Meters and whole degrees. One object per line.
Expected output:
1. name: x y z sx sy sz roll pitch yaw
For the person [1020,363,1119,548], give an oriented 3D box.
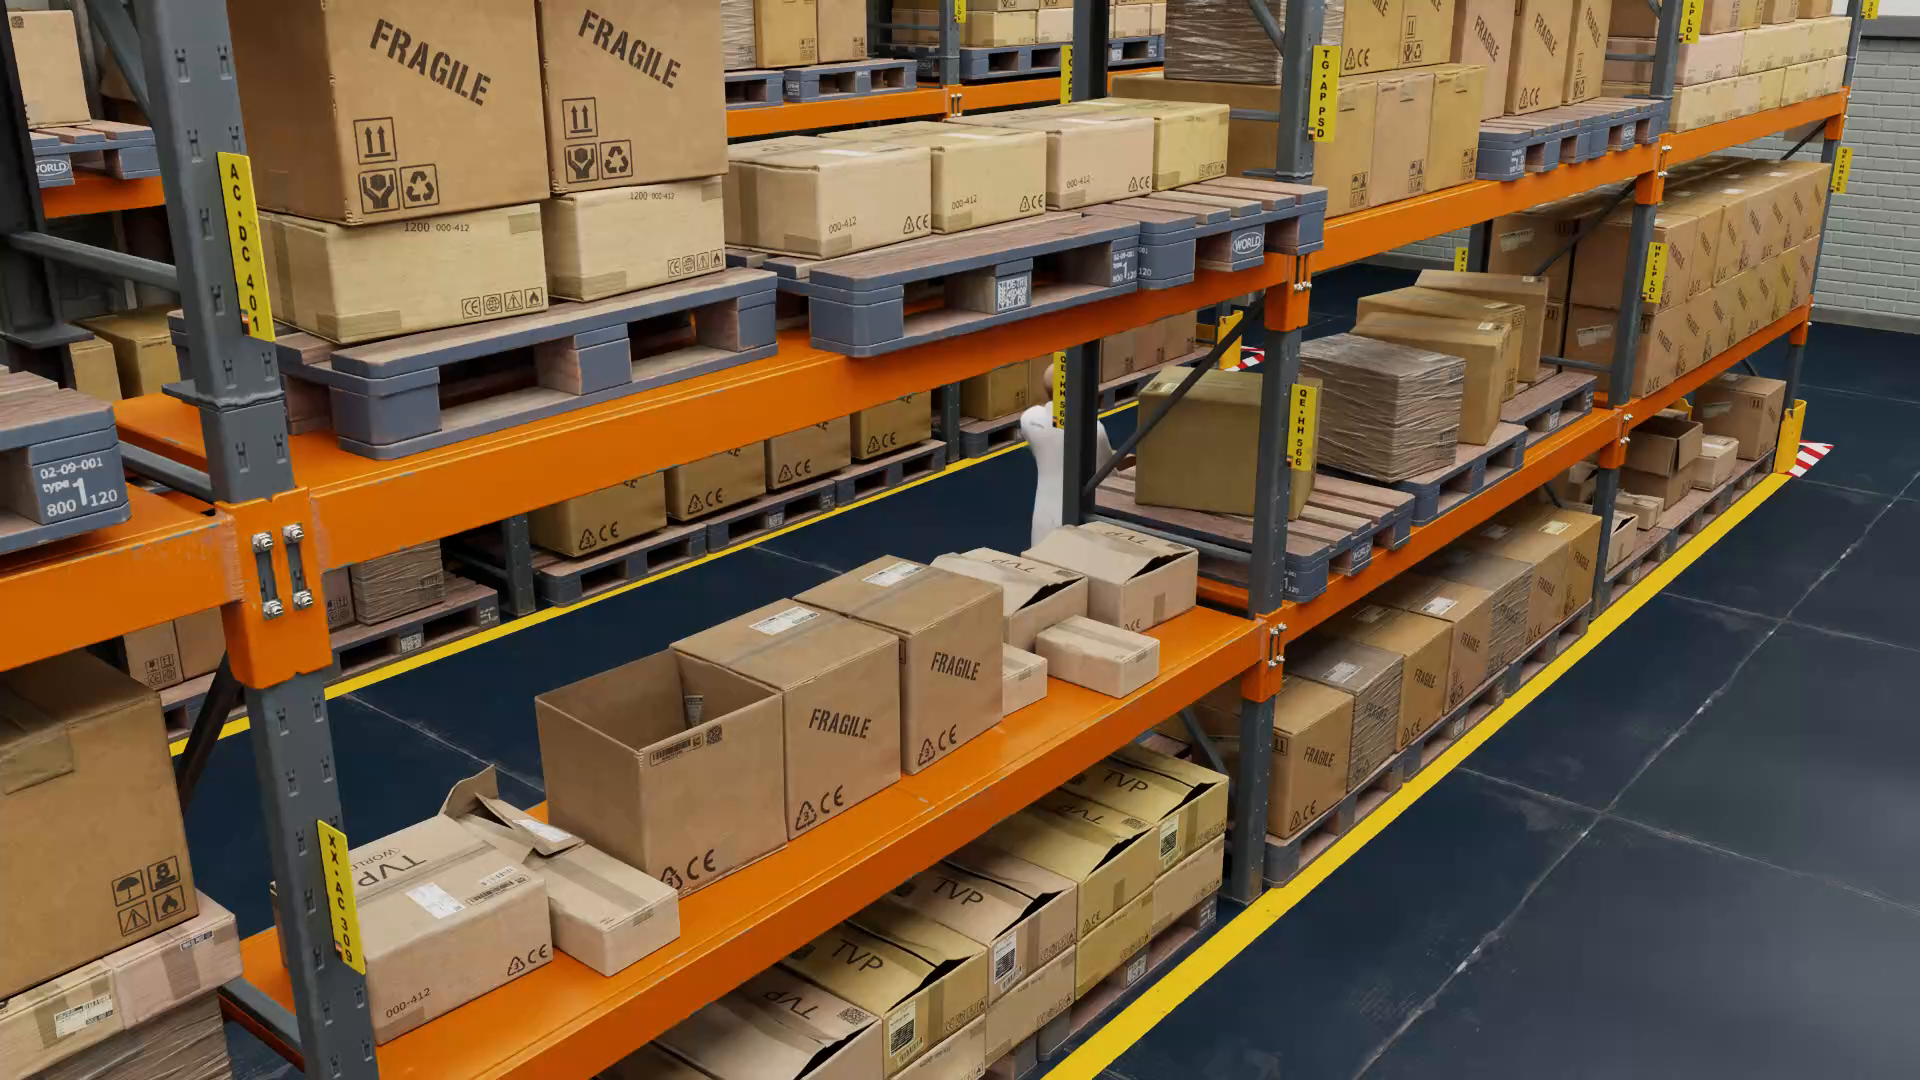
1. person: 0.649 -0.133 8.971 0.529 1.770 0.563 16 25 37
